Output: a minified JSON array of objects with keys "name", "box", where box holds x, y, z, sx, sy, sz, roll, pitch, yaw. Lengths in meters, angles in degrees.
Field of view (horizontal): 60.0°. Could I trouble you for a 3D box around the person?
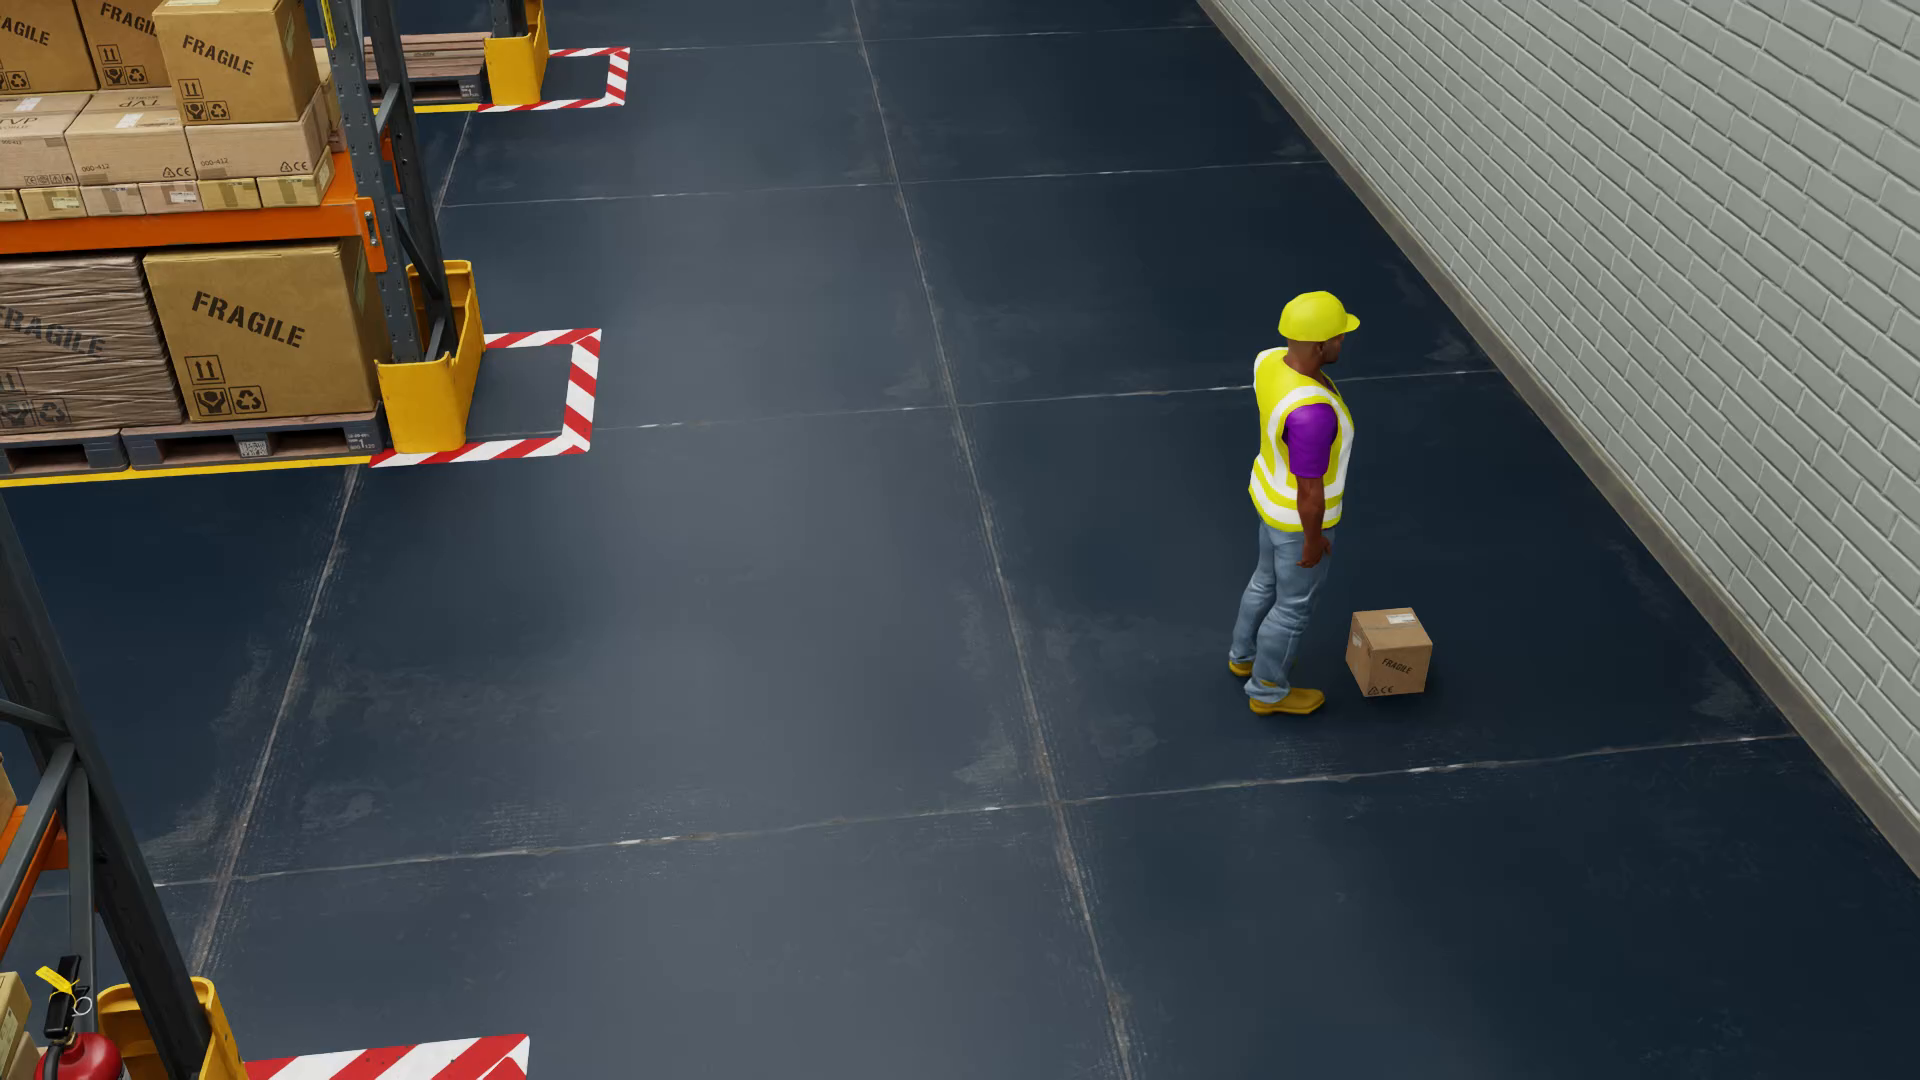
[{"name":"person","box":[1.273,-0.128,6.324,0.365,1.777,0.564,-4,35,-5]}]
